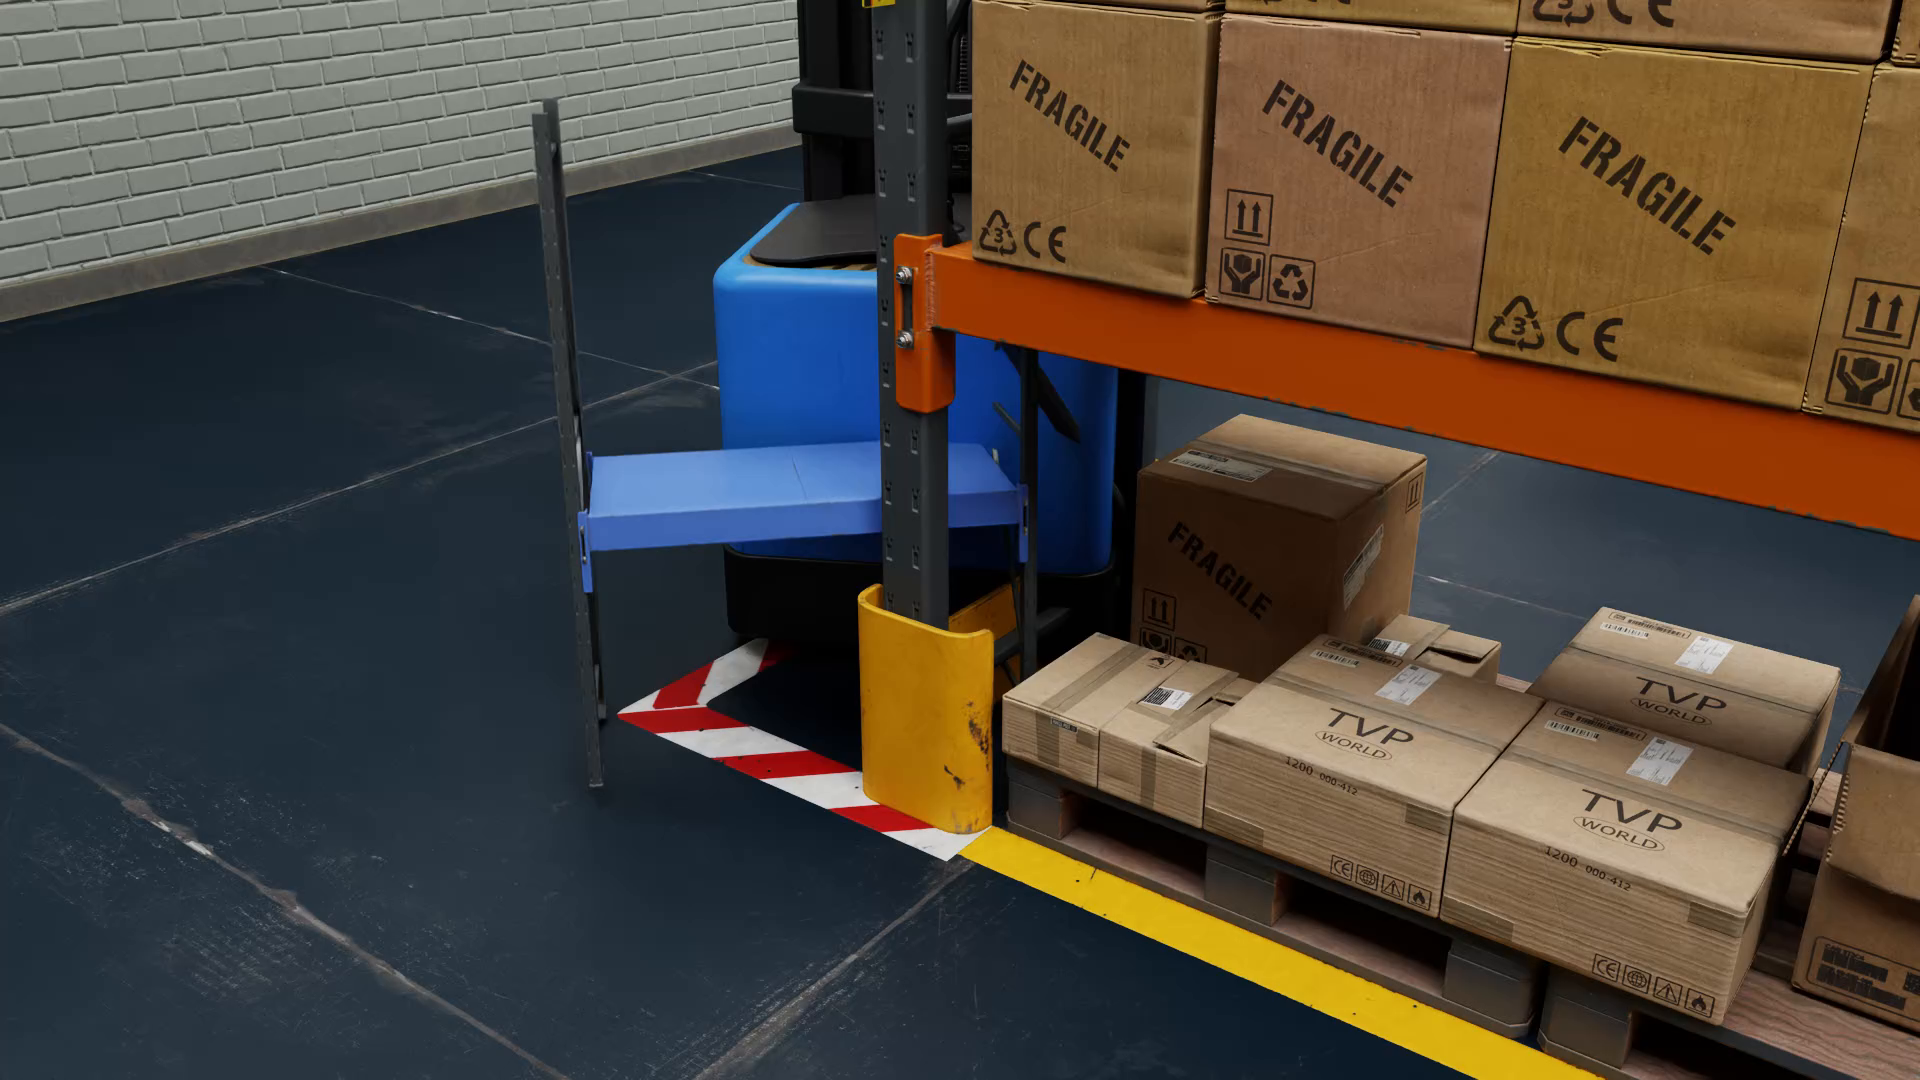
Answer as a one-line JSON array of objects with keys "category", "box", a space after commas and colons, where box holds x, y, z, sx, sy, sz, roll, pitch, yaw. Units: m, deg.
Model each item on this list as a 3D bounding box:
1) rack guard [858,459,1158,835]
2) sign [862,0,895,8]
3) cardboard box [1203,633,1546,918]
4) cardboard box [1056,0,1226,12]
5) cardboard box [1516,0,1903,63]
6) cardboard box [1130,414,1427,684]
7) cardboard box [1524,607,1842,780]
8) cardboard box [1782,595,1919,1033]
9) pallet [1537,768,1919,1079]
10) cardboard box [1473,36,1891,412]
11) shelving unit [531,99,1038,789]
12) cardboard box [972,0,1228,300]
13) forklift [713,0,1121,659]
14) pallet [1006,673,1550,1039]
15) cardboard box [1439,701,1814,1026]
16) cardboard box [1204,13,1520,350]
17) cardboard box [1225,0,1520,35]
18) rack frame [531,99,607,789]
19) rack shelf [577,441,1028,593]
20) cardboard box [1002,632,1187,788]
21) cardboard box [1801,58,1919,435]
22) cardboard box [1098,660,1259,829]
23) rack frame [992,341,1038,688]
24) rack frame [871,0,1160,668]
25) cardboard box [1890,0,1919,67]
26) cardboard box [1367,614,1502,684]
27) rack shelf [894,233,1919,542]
[{"category": "rack guard", "box": [0.233, 0.215, 4.141, 0.348, 0.500, 1.175, 17, 29, 33]}, {"category": "sign", "box": [-0.153, -1.168, 3.107, 0.005, 0.325, 0.100, 17, 29, 33]}, {"category": "cardboard box", "box": [0.838, 0.454, 3.364, 0.500, 0.250, 0.500, 17, 29, 33]}, {"category": "cardboard box", "box": [0.370, -1.258, 3.020, 0.500, 0.500, 0.500, 18, 29, 35]}, {"category": "cardboard box", "box": [1.190, -1.011, 2.461, 0.500, 0.500, 0.500, 17, 29, 34]}, {"category": "cardboard box", "box": [0.756, 0.048, 3.976, 0.500, 0.500, 0.500, 17, 29, 33]}, {"category": "cardboard box", "box": [1.498, 0.402, 3.483, 0.500, 0.250, 0.500, 17, 29, 33]}, {"category": "cardboard box", "box": [1.867, 0.509, 2.925, 0.637, 0.503, 0.797, 17, 29, 33]}, {"category": "pallet", "box": [1.844, 0.835, 3.092, 1.213, 0.211, 1.003, 17, 29, 33]}, {"category": "cardboard box", "box": [1.186, -0.555, 2.665, 0.500, 0.500, 0.500, 17, 29, 33]}, {"category": "shelving unit", "box": [-0.385, -0.253, 3.893, 1.048, 1.500, 0.538, -4, 18, -10]}, {"category": "cardboard box", "box": [0.370, -0.800, 3.222, 0.500, 0.500, 0.500, 18, 29, 34]}, {"category": "forklift", "box": [0.092, -1.590, 5.223, 1.130, 2.935, 3.031, 3, 24, 8]}, {"category": "pallet", "box": [0.872, 0.540, 3.762, 1.213, 0.211, 1.003, 17, 29, 33]}, {"category": "cardboard box", "box": [1.238, 0.575, 3.089, 0.500, 0.250, 0.500, 17, 29, 33]}, {"category": "cardboard box", "box": [0.786, -0.677, 2.943, 0.500, 0.500, 0.500, 16, 29, 33]}, {"category": "cardboard box", "box": [0.793, -1.134, 2.739, 0.500, 0.500, 0.500, 17, 29, 34]}, {"category": "rack frame", "box": [-0.884, -0.219, 3.804, 0.032, 1.500, 0.500, -4, 18, -10]}, {"category": "rack shelf", "box": [-0.383, -0.082, 3.949, 1.000, 0.185, 0.538, -4, 18, -10]}, {"category": "cardboard box", "box": [0.302, 0.369, 3.683, 0.250, 0.149, 0.380, 17, 29, 33]}, {"category": "cardboard box", "box": [1.585, -0.433, 2.389, 0.500, 0.500, 0.500, 17, 29, 34]}, {"category": "cardboard box", "box": [0.502, 0.421, 3.543, 0.250, 0.166, 0.380, 17, 29, 33]}, {"category": "rack frame", "box": [0.115, -0.286, 3.981, 0.032, 1.500, 0.500, -4, 18, -10]}, {"category": "rack frame", "box": [0.173, -0.947, 3.679, 0.127, 3.000, 1.000, 17, 29, 33]}, {"category": "cardboard box", "box": [1.597, -0.889, 2.183, 0.500, 0.500, 0.500, 17, 29, 33]}, {"category": "cardboard box", "box": [1.026, 0.327, 3.755, 0.250, 0.166, 0.380, 17, 29, 33]}, {"category": "rack shelf", "box": [1.773, -0.134, 2.726, 4.000, 0.370, 1.077, 17, 29, 33]}]
